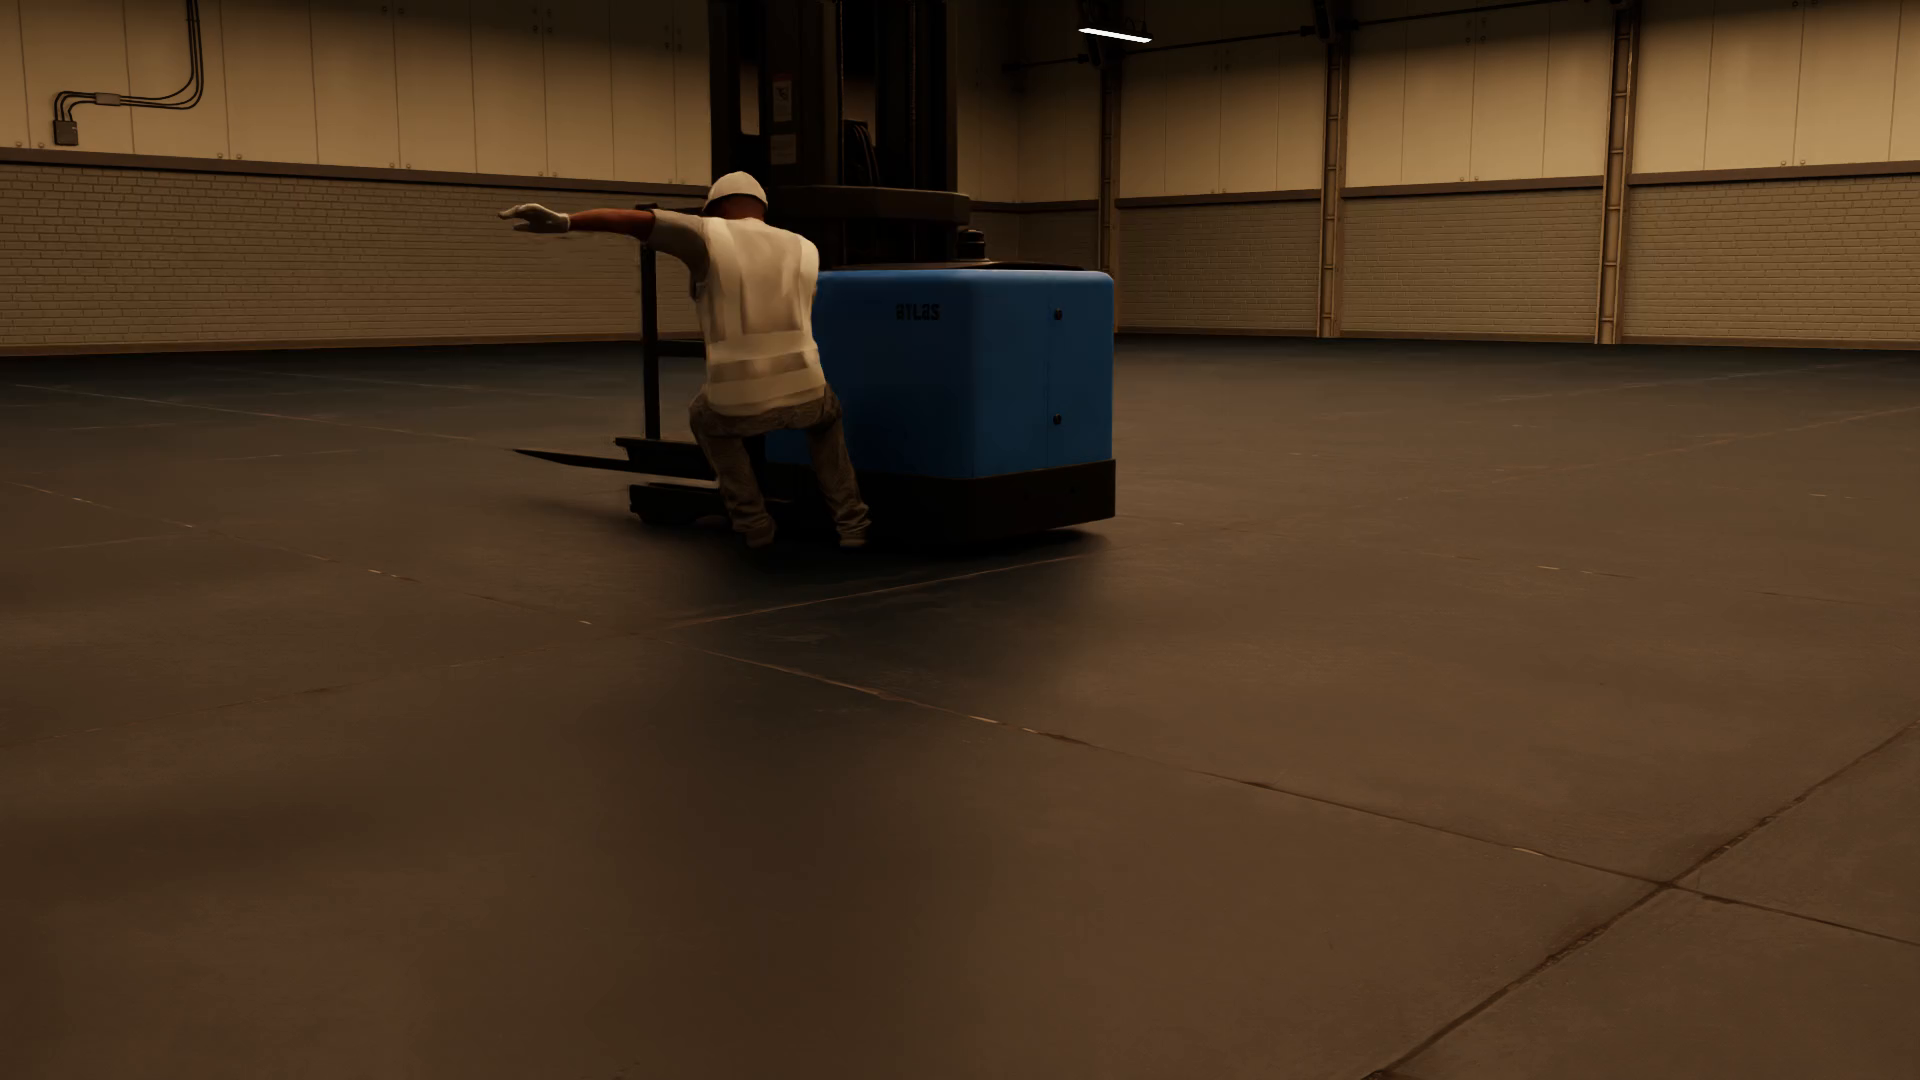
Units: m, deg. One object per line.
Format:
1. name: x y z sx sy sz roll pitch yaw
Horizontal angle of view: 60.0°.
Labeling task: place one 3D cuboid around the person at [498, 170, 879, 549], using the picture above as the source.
1. person: -0.906 -0.604 5.977 1.519 1.440 0.767 -5 10 -29

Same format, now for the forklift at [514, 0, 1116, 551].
1. forklift: -0.813 -1.565 7.265 3.031 2.935 1.130 7 11 39
